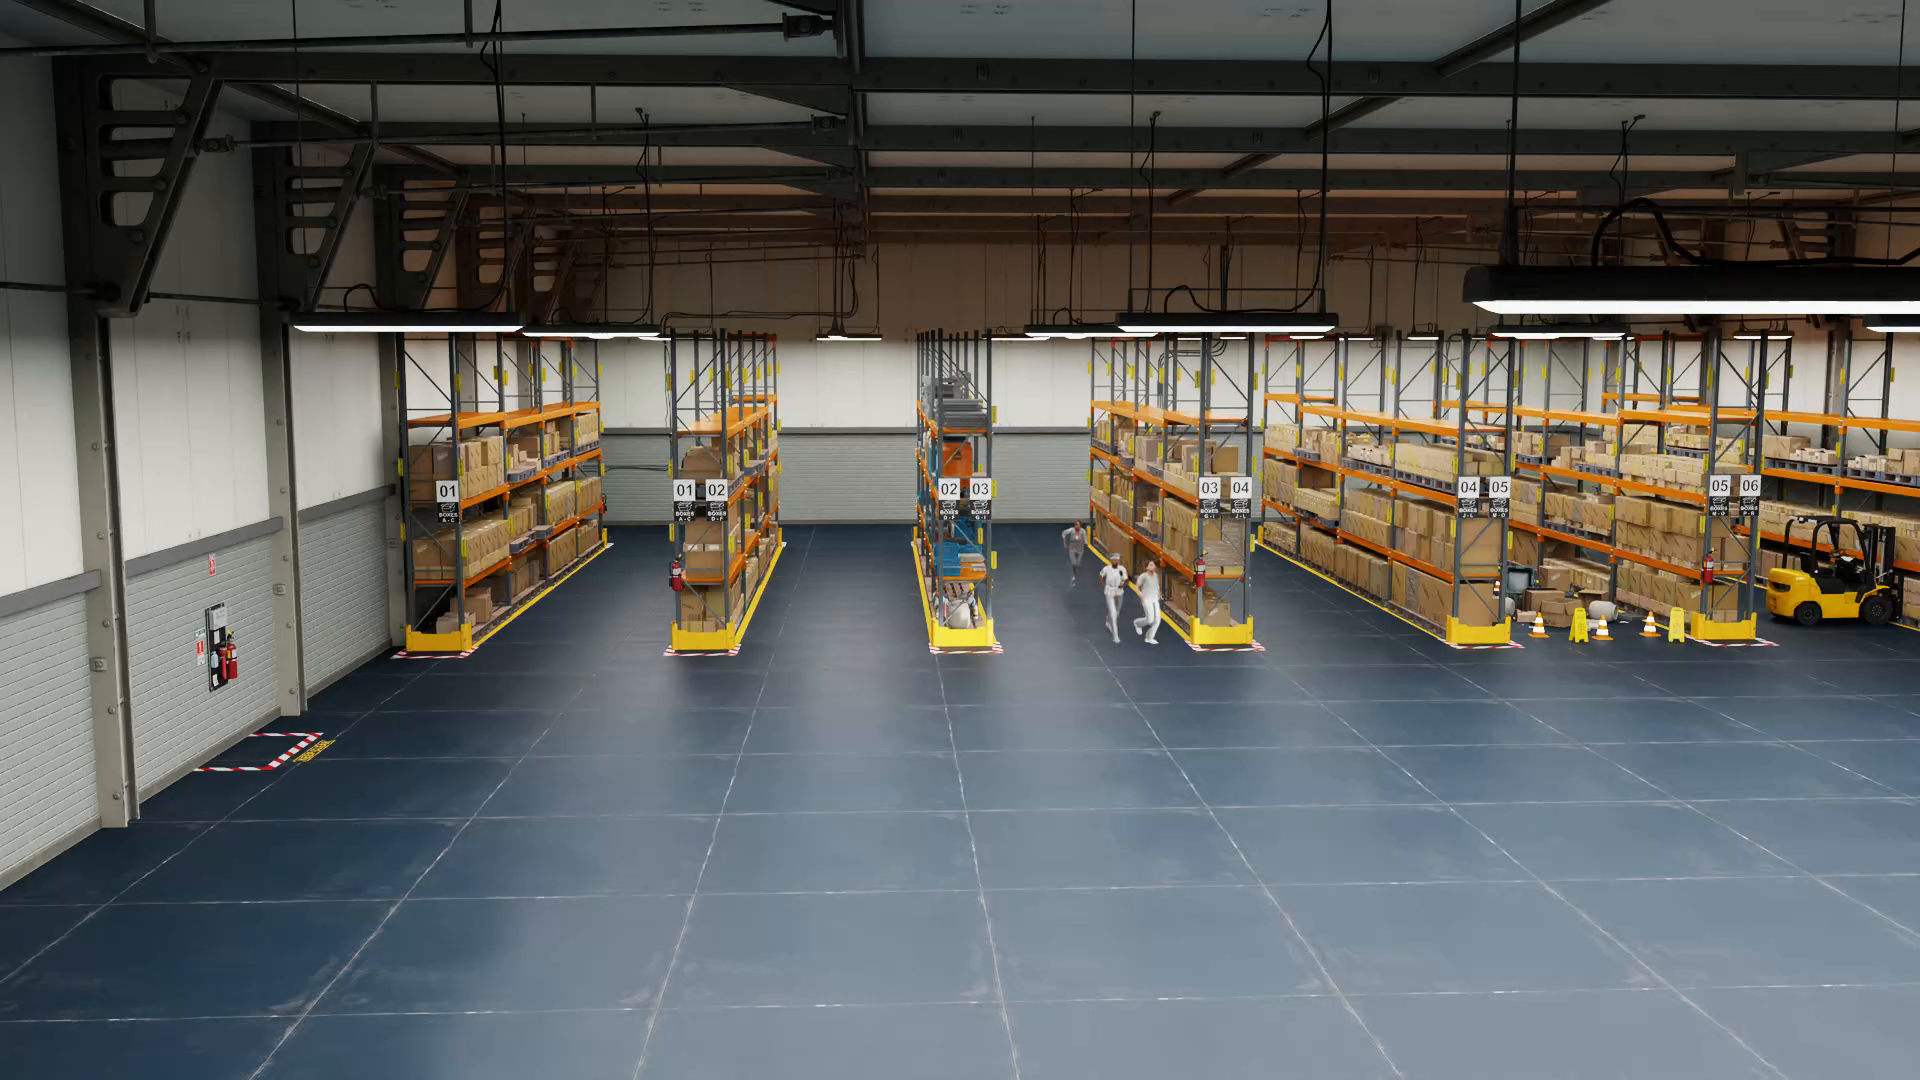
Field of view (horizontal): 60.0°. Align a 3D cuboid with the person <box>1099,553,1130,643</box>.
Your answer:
[{"bbox_3d":[3.008,1.093,32.402,0.532,1.736,1.045,-2,7,-14],"label":"person"}]

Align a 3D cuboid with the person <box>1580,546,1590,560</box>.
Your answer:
[{"bbox_3d":[15.781,-0.134,42.435,0.699,1.726,0.687,-2,7,-14],"label":"person"}]

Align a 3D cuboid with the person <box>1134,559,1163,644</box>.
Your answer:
[{"bbox_3d":[3.606,1.168,31.963,0.578,1.621,0.582,-4,8,-31],"label":"person"}]

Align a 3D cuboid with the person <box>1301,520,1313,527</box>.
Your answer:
[{"bbox_3d":[10.190,-0.943,49.235,0.918,1.764,0.712,-3,7,-23],"label":"person"}]

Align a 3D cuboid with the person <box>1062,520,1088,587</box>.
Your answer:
[{"bbox_3d":[2.577,0.299,37.146,0.525,1.547,0.744,-1,7,-9],"label":"person"}]
